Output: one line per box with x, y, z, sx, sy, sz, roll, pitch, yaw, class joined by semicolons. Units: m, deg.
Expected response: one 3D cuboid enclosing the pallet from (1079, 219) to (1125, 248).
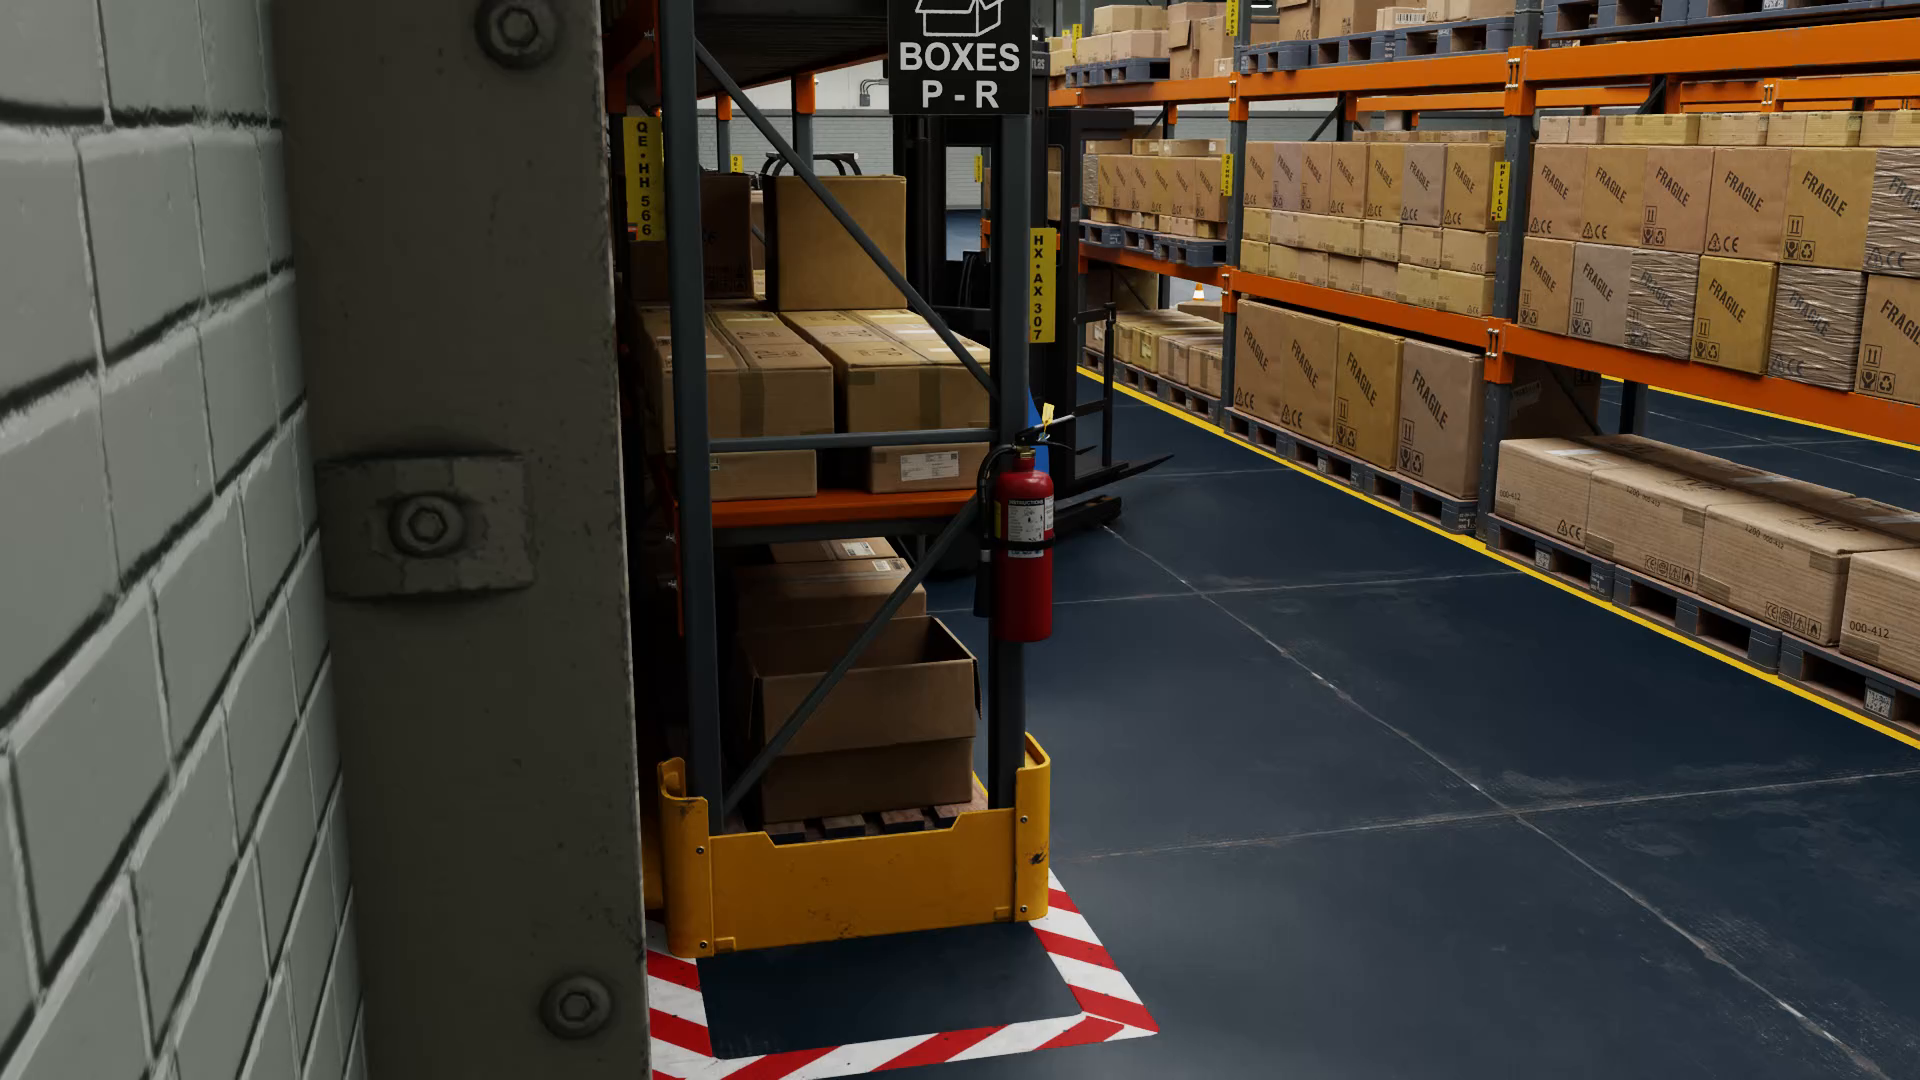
1.742;-3.046;16.479;1.003;0.211;1.213;-3;14;-13;pallet

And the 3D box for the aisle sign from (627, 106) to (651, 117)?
-3.790;-5.263;19.672;0.394;0.787;0.004;-3;14;-13;aisle sign

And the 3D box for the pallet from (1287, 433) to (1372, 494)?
3.038;-0.579;11.853;1.003;0.211;1.213;-3;14;-13;pallet

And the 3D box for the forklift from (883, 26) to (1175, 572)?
0.350;-1.546;10.081;1.130;2.935;3.031;9;16;33;forklift

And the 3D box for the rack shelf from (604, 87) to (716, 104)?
-2.651;-3.692;13.916;1.077;0.370;4.000;-3;14;-13;rack shelf

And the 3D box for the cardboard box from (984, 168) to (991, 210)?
0.606;-4.315;20.430;0.500;0.500;0.500;-4;14;-14;cardboard box

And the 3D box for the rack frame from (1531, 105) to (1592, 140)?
6.491;-3.623;18.435;1.000;3.000;0.127;-3;14;-13;rack frame

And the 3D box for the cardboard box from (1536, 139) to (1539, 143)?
6.614;-4.043;17.837;0.700;0.500;0.500;-4;14;-14;cardboard box

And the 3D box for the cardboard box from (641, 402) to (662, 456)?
-0.899;-0.393;5.743;0.380;0.149;0.250;-3;14;-13;cardboard box

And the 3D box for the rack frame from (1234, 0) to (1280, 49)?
2.643;-5.315;12.722;1.000;3.000;0.127;-3;14;-13;rack frame

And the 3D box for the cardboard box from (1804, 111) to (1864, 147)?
3.890;-1.768;7.158;0.380;0.149;0.250;-3;14;-12;cardboard box

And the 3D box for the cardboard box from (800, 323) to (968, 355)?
-0.265;-0.585;5.692;0.500;0.250;0.500;-3;14;-13;cardboard box

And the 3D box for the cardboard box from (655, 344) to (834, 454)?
-0.668;-0.441;5.100;0.500;0.250;0.500;-3;14;-12;cardboard box

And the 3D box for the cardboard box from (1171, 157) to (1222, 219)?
2.134;-3.006;14.188;0.500;0.500;0.500;-4;14;-14;cardboard box

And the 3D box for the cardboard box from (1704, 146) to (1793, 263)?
3.797;-1.537;7.580;0.500;0.500;0.500;-3;14;-14;cardboard box

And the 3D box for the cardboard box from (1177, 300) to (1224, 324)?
2.775;-2.434;18.829;0.500;0.500;0.500;7;15;26;cardboard box

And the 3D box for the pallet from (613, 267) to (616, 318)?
-1.720;-1.582;10.485;1.003;0.211;1.213;-3;14;-13;pallet

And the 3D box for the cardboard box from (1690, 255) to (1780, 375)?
3.784;-1.053;7.708;0.500;0.500;0.500;-3;14;-12;cardboard box

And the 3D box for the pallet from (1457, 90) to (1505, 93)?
6.026;-5.507;20.015;1.003;0.211;1.213;-3;14;-13;pallet

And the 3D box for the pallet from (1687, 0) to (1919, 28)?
4.047;-2.422;7.386;1.003;0.211;1.213;-3;14;-13;pallet

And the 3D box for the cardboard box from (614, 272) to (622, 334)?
-1.388;-1.143;7.974;0.500;0.250;0.500;-3;14;-14;cardboard box

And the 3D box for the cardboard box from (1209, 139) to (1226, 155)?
2.293;-3.722;15.751;0.380;0.149;0.250;-4;14;-16;cardboard box

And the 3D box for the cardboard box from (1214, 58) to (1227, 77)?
2.299;-3.854;13.590;0.380;0.149;0.250;-3;14;-13;cardboard box

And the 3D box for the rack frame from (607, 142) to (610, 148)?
-4.060;-3.969;19.852;1.000;3.000;0.127;-3;14;-13;rack frame

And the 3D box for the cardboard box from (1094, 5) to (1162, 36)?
1.578;-4.883;15.652;0.500;0.250;0.500;-4;14;-14;cardboard box

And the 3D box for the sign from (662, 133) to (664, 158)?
-3.529;-4.673;19.797;0.100;0.325;0.005;-3;14;-13;sign

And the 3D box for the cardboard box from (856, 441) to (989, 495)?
-0.113;-0.247;5.146;0.380;0.149;0.250;-3;14;-14;cardboard box

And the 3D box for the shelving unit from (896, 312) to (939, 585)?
-0.450;-0.490;8.614;0.431;1.500;0.755;-1;17;-17;shelving unit

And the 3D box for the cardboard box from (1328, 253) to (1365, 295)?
2.888;-1.849;11.489;0.500;0.250;0.500;-3;14;-13;cardboard box

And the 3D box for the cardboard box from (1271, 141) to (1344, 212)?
2.647;-2.694;12.315;0.500;0.500;0.500;-3;14;-13;cardboard box

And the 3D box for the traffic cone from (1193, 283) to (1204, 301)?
3.118;-3.127;21.751;0.336;0.463;0.334;-3;14;-13;traffic cone

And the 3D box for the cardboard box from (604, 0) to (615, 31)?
-1.368;-2.324;7.327;0.380;0.149;0.250;-3;14;-13;cardboard box

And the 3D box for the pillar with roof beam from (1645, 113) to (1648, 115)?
16.025;-13.725;47.143;9.100;9.000;0.548;-3;14;-13;pillar with roof beam

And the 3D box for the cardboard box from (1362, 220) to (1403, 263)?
2.990;-1.970;10.934;0.500;0.250;0.500;-3;14;-12;cardboard box

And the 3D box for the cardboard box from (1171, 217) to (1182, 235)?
2.050;-2.717;14.373;0.380;0.149;0.250;-4;14;-16;cardboard box

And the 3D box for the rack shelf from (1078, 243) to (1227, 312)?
2.173;-2.513;15.407;1.077;0.370;4.000;-3;14;-13;rack shelf

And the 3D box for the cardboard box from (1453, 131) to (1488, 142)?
6.196;-4.428;19.138;0.875;0.550;0.550;-3;14;-13;cardboard box

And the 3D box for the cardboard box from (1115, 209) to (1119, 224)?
1.717;-3.141;16.109;0.380;0.149;0.250;-2;14;-10;cardboard box

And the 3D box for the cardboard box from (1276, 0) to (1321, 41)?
2.878;-4.034;12.694;0.797;0.503;0.637;-4;14;-17;cardboard box

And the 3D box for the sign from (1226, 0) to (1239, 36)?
2.115;-4.079;12.894;0.100;0.325;0.005;-3;14;-13;sign

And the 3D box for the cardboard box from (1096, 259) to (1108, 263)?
1.734;-3.173;18.556;0.380;0.149;0.250;-3;14;-11;cardboard box

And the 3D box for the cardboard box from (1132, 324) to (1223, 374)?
2.166;-1.804;15.644;0.950;0.372;0.625;-3;14;-11;cardboard box

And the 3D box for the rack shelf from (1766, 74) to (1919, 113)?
7.901;-3.346;12.499;1.077;0.370;4.000;-3;14;-13;rack shelf

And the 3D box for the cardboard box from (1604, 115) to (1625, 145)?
3.581;-2.125;8.622;0.380;0.149;0.250;-3;14;-14;cardboard box

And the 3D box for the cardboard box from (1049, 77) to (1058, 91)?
1.105;-4.953;18.088;0.380;0.149;0.250;-3;14;-12;cardboard box

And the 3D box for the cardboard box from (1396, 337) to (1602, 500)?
3.359;-0.788;10.426;0.875;0.875;0.875;-3;14;-11;cardboard box

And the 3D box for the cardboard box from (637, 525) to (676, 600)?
-1.316;0.067;8.112;0.500;0.311;0.500;-3;14;-11;cardboard box

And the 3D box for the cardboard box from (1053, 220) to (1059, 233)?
1.236;-3.439;18.211;0.380;0.149;0.250;-3;14;-14;cardboard box

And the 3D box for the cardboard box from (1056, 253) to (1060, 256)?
1.332;-3.188;19.986;0.500;0.500;0.500;-3;14;-11;cardboard box
